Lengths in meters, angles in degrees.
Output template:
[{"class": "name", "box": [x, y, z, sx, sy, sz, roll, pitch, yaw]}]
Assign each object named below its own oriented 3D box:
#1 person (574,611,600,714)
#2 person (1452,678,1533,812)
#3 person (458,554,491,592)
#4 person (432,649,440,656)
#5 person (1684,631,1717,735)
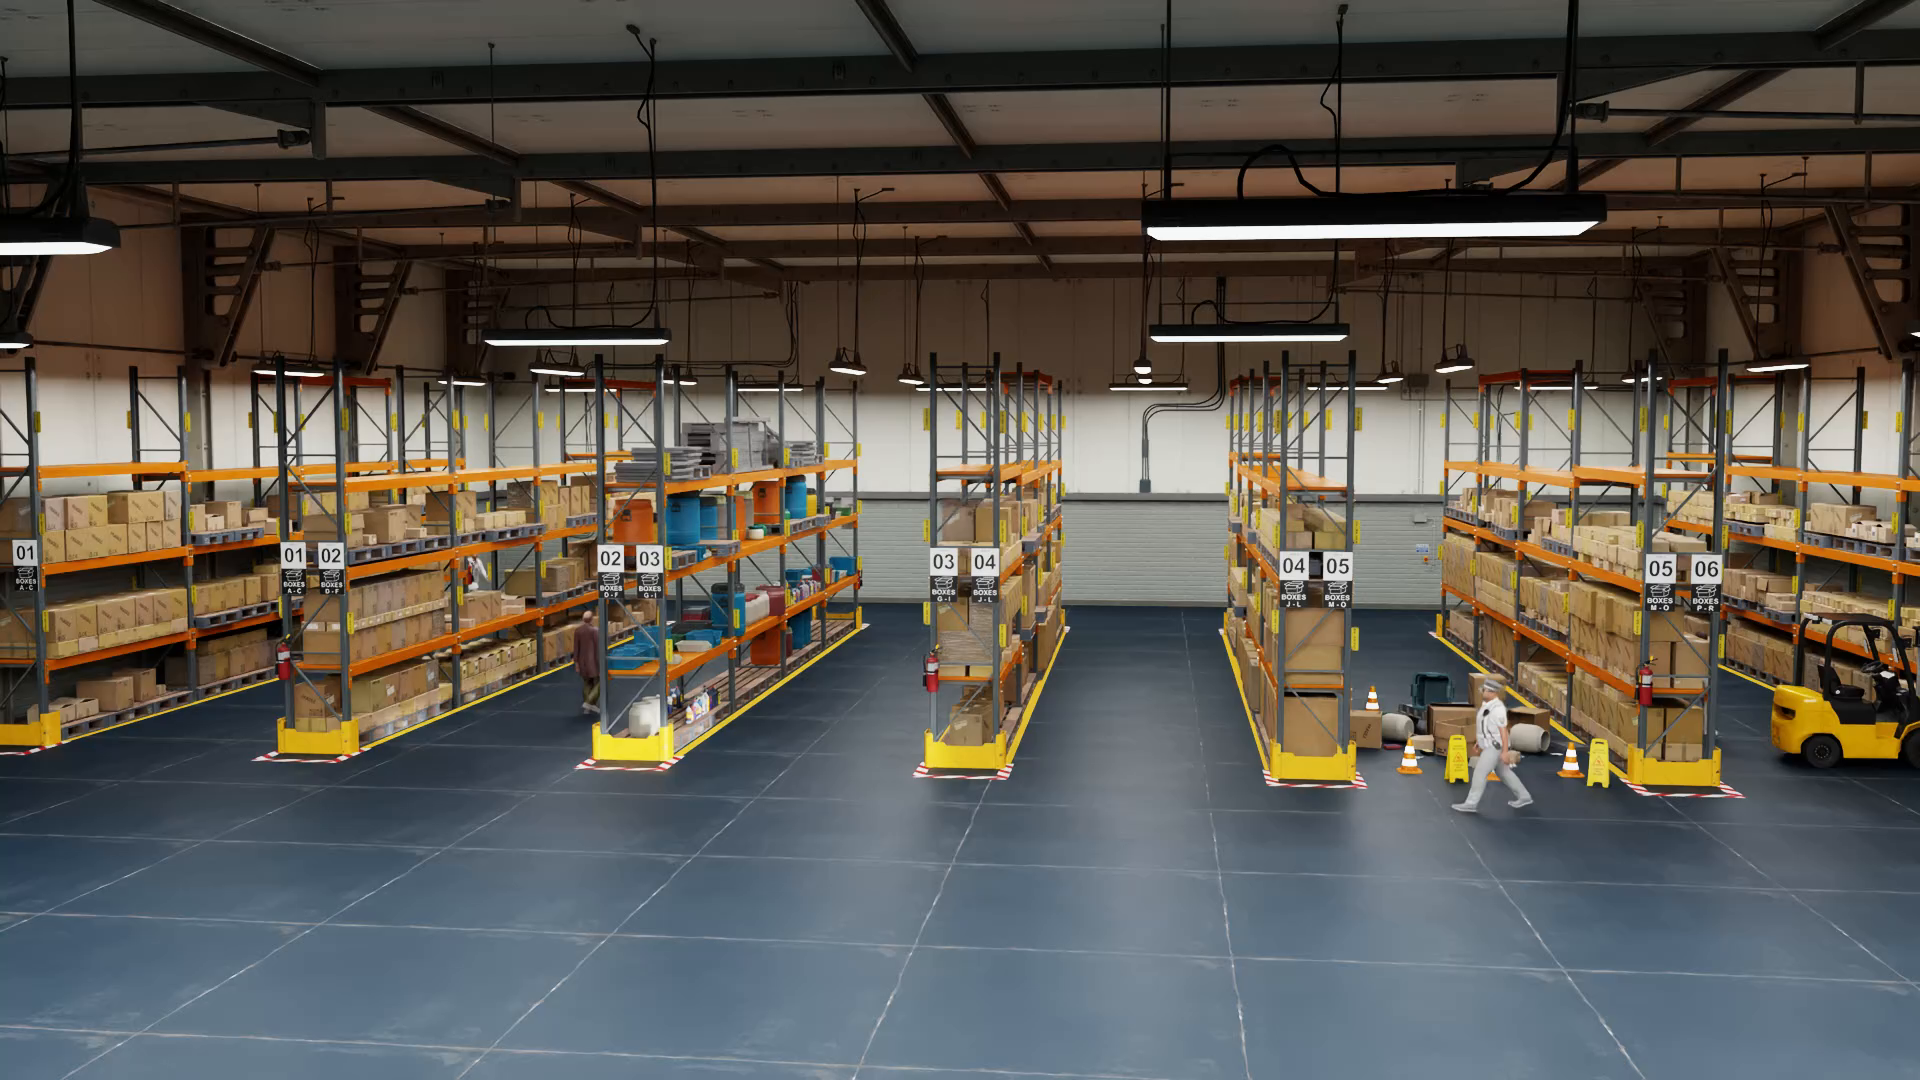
[{"class": "person", "box": [-6.366, 2.106, 28.435, 0.629, 1.771, 0.584, 2, 4, 24]}, {"class": "person", "box": [6.839, 2.628, 21.330, 1.070, 1.715, 0.578, 0, 4, 3]}, {"class": "person", "box": [-12.513, 1.113, 42.730, 0.898, 1.780, 0.666, 1, 4, 15]}, {"class": "person", "box": [-10.903, 1.780, 34.511, 0.401, 1.525, 0.888, 0, 4, -2]}, {"class": "person", "box": [11.901, 2.282, 26.761, 0.472, 1.659, 0.748, 0, 4, 7]}]
